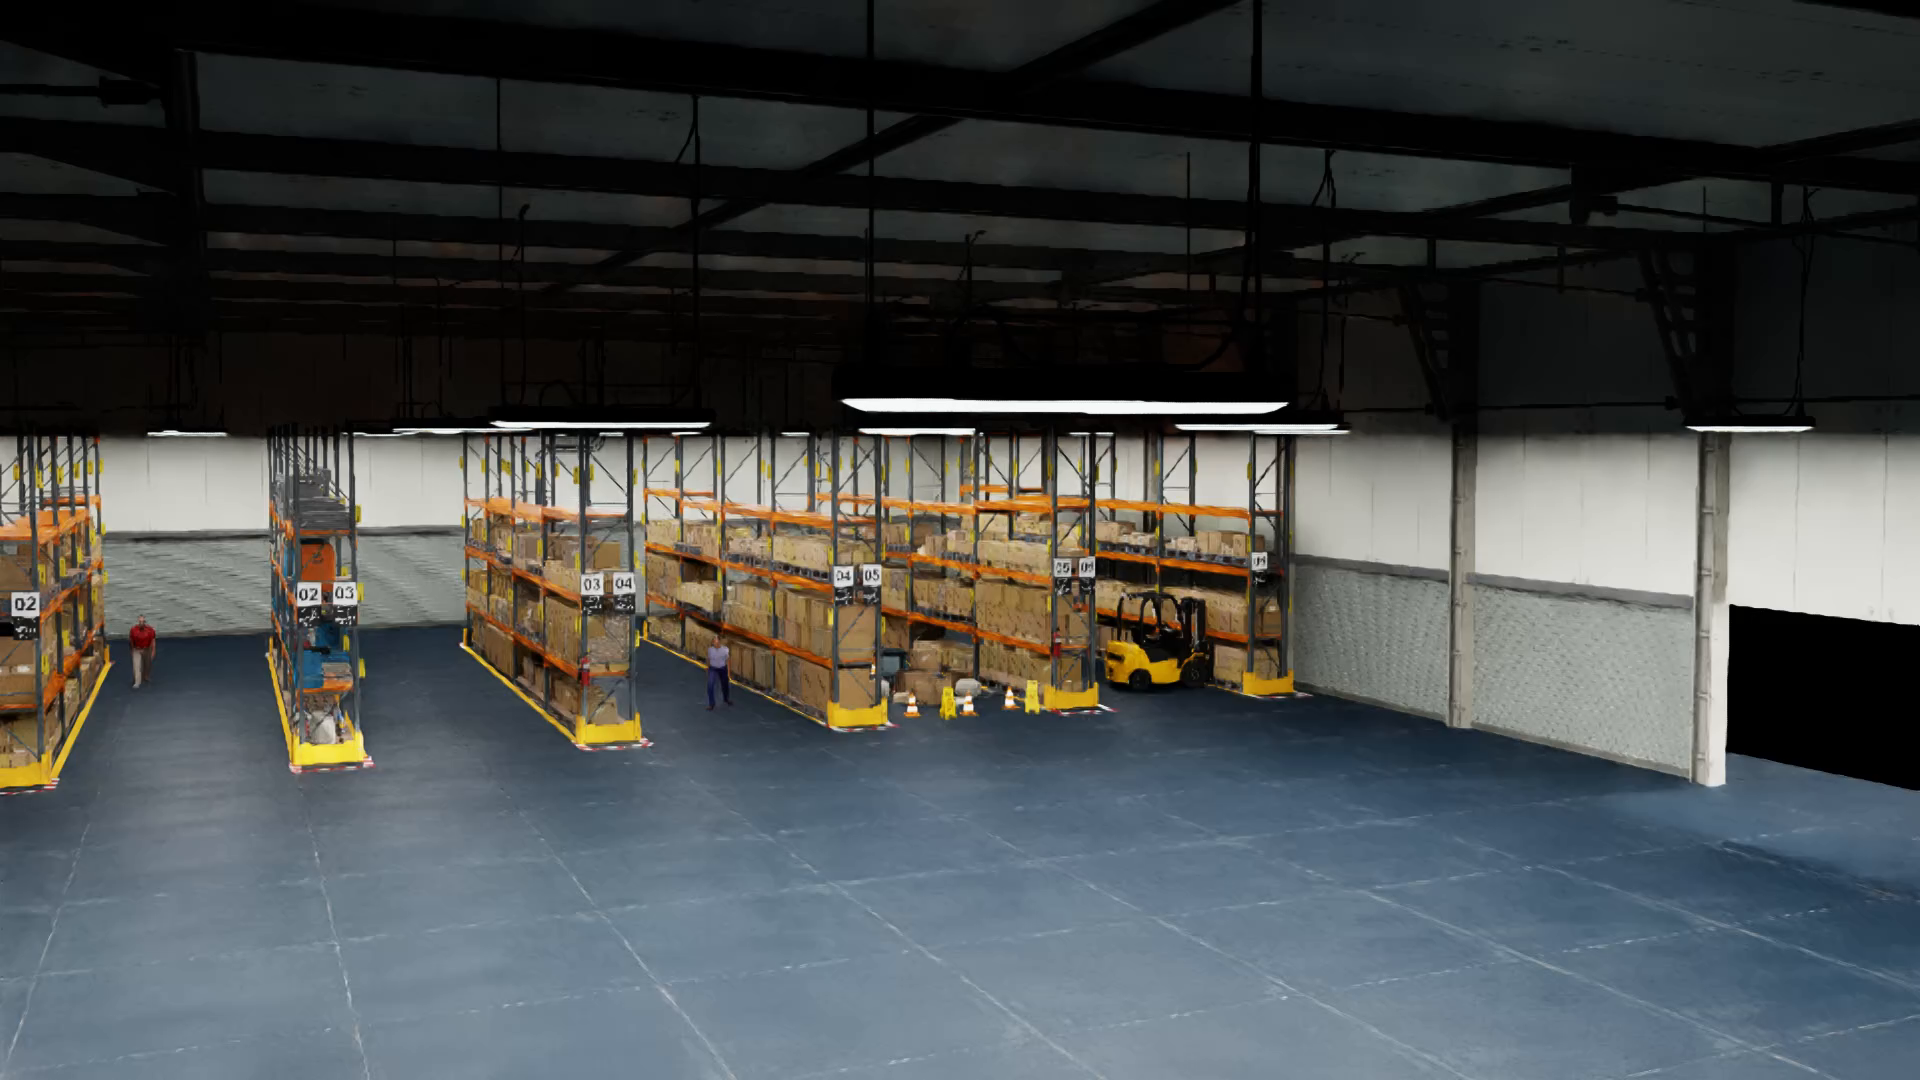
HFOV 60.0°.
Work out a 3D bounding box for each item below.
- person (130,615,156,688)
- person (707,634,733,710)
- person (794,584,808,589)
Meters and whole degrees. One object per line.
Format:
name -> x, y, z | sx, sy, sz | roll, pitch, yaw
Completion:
person -> -18.811, 2.545, 38.290 | 0.540, 1.643, 1.130 | -2, 4, -26
person -> -5.102, 2.773, 35.269 | 0.534, 1.582, 0.938 | 0, 3, -3
person -> -4.812, 1.745, 50.927 | 0.660, 1.758, 0.550 | 3, 4, 38
